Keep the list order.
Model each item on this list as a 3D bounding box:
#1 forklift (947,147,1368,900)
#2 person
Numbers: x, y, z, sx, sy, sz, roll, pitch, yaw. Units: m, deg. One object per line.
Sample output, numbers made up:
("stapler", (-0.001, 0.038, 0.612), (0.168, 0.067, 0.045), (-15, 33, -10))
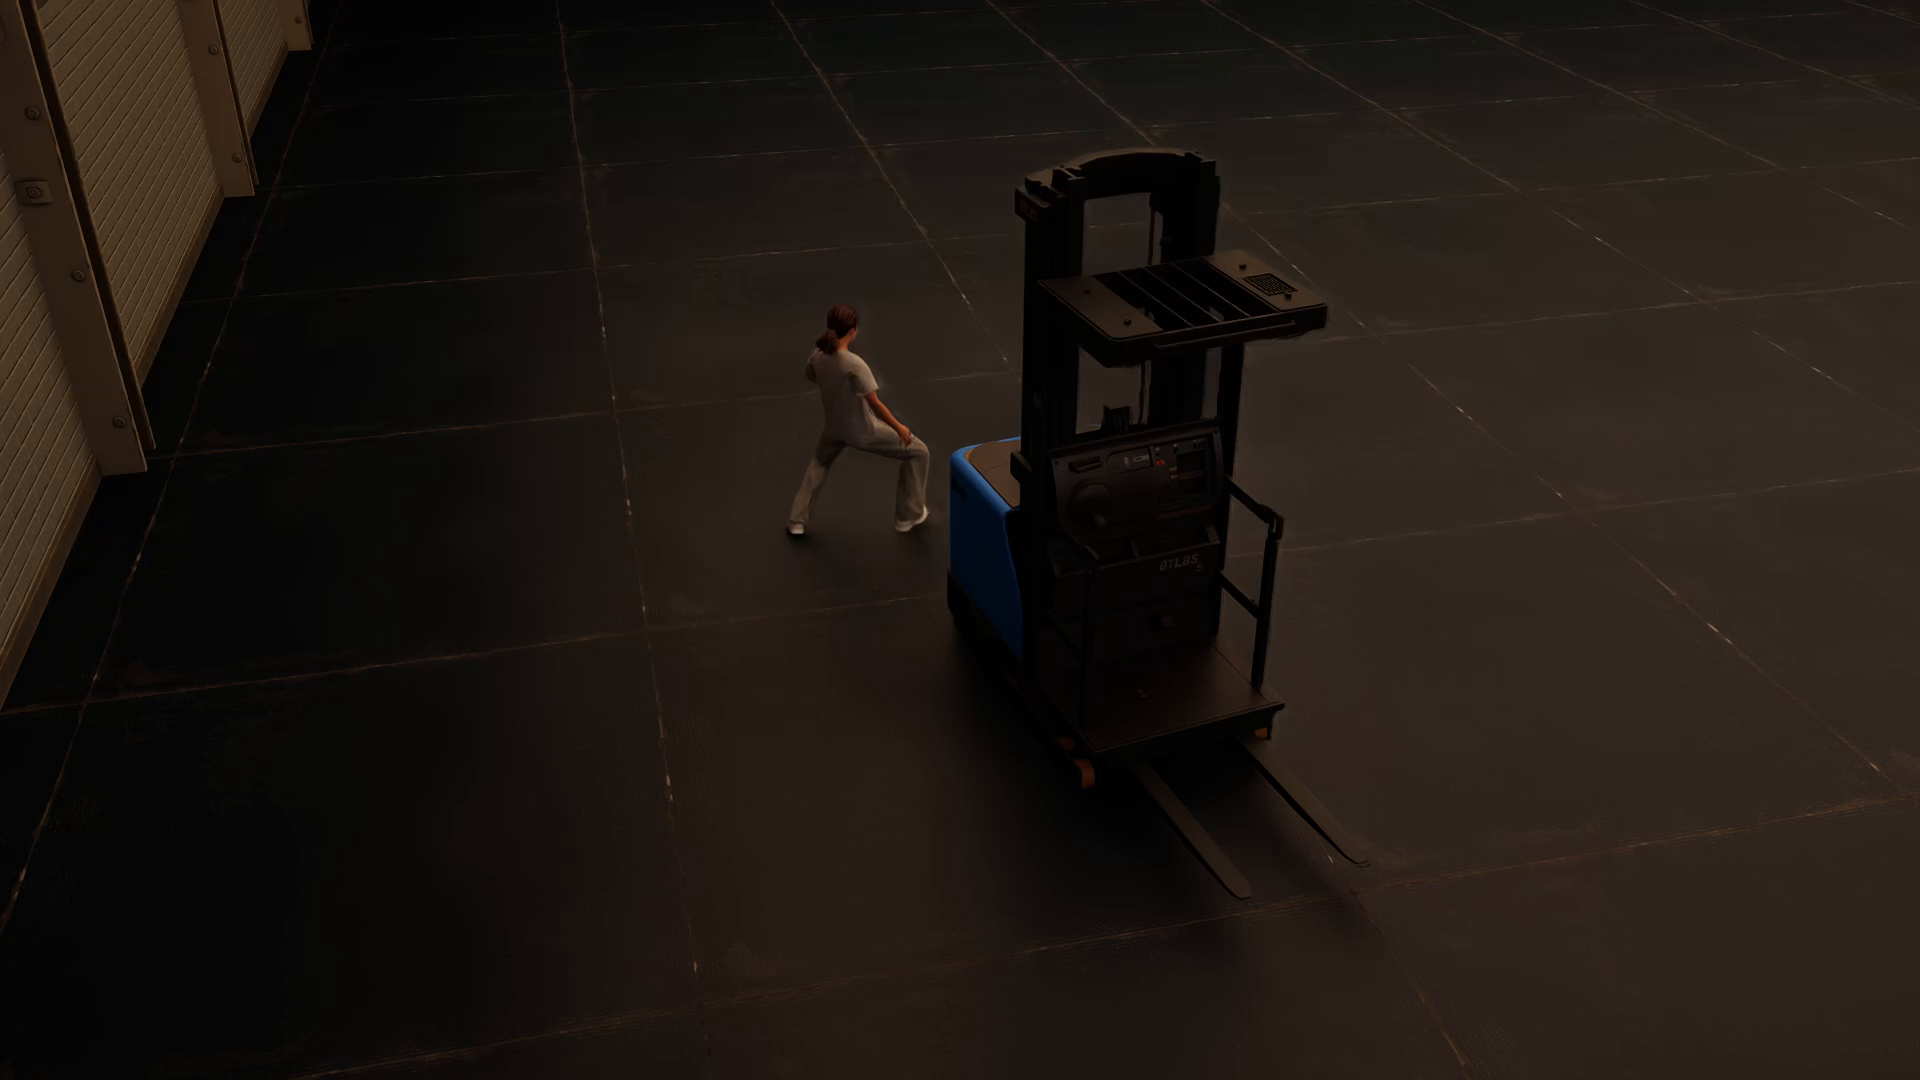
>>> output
("forklift", (0.962, -0.257, 8.018), (1.130, 2.935, 3.031), (-12, 32, -19))
("person", (-0.687, -0.739, 10.284), (0.870, 1.551, 0.700), (24, 38, 35))
